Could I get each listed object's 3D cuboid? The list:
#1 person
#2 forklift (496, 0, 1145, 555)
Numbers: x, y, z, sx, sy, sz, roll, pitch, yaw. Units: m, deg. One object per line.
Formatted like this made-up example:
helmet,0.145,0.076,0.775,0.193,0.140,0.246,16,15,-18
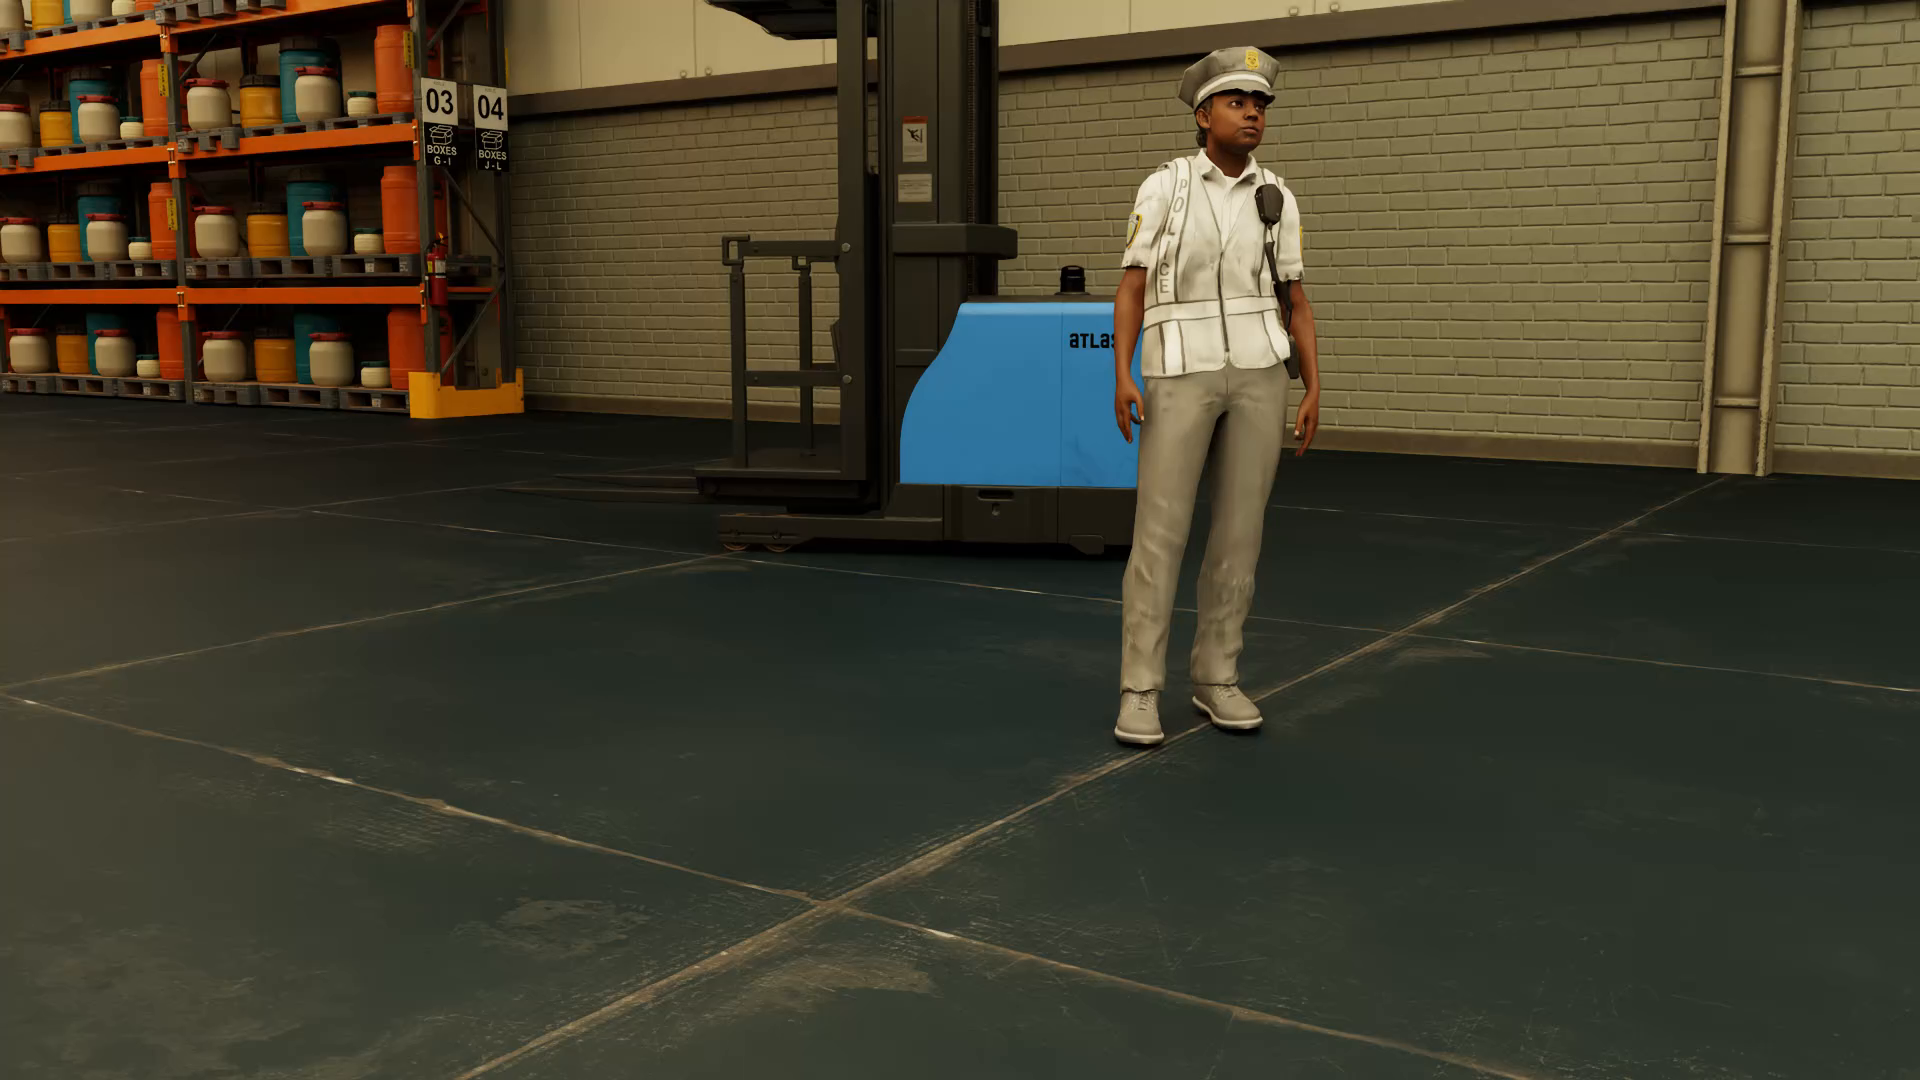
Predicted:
person,0.644,-0.376,4.178,0.569,1.694,0.530,-1,8,-7
forklift,-0.596,-1.469,7.520,3.031,2.935,1.130,2,8,12
